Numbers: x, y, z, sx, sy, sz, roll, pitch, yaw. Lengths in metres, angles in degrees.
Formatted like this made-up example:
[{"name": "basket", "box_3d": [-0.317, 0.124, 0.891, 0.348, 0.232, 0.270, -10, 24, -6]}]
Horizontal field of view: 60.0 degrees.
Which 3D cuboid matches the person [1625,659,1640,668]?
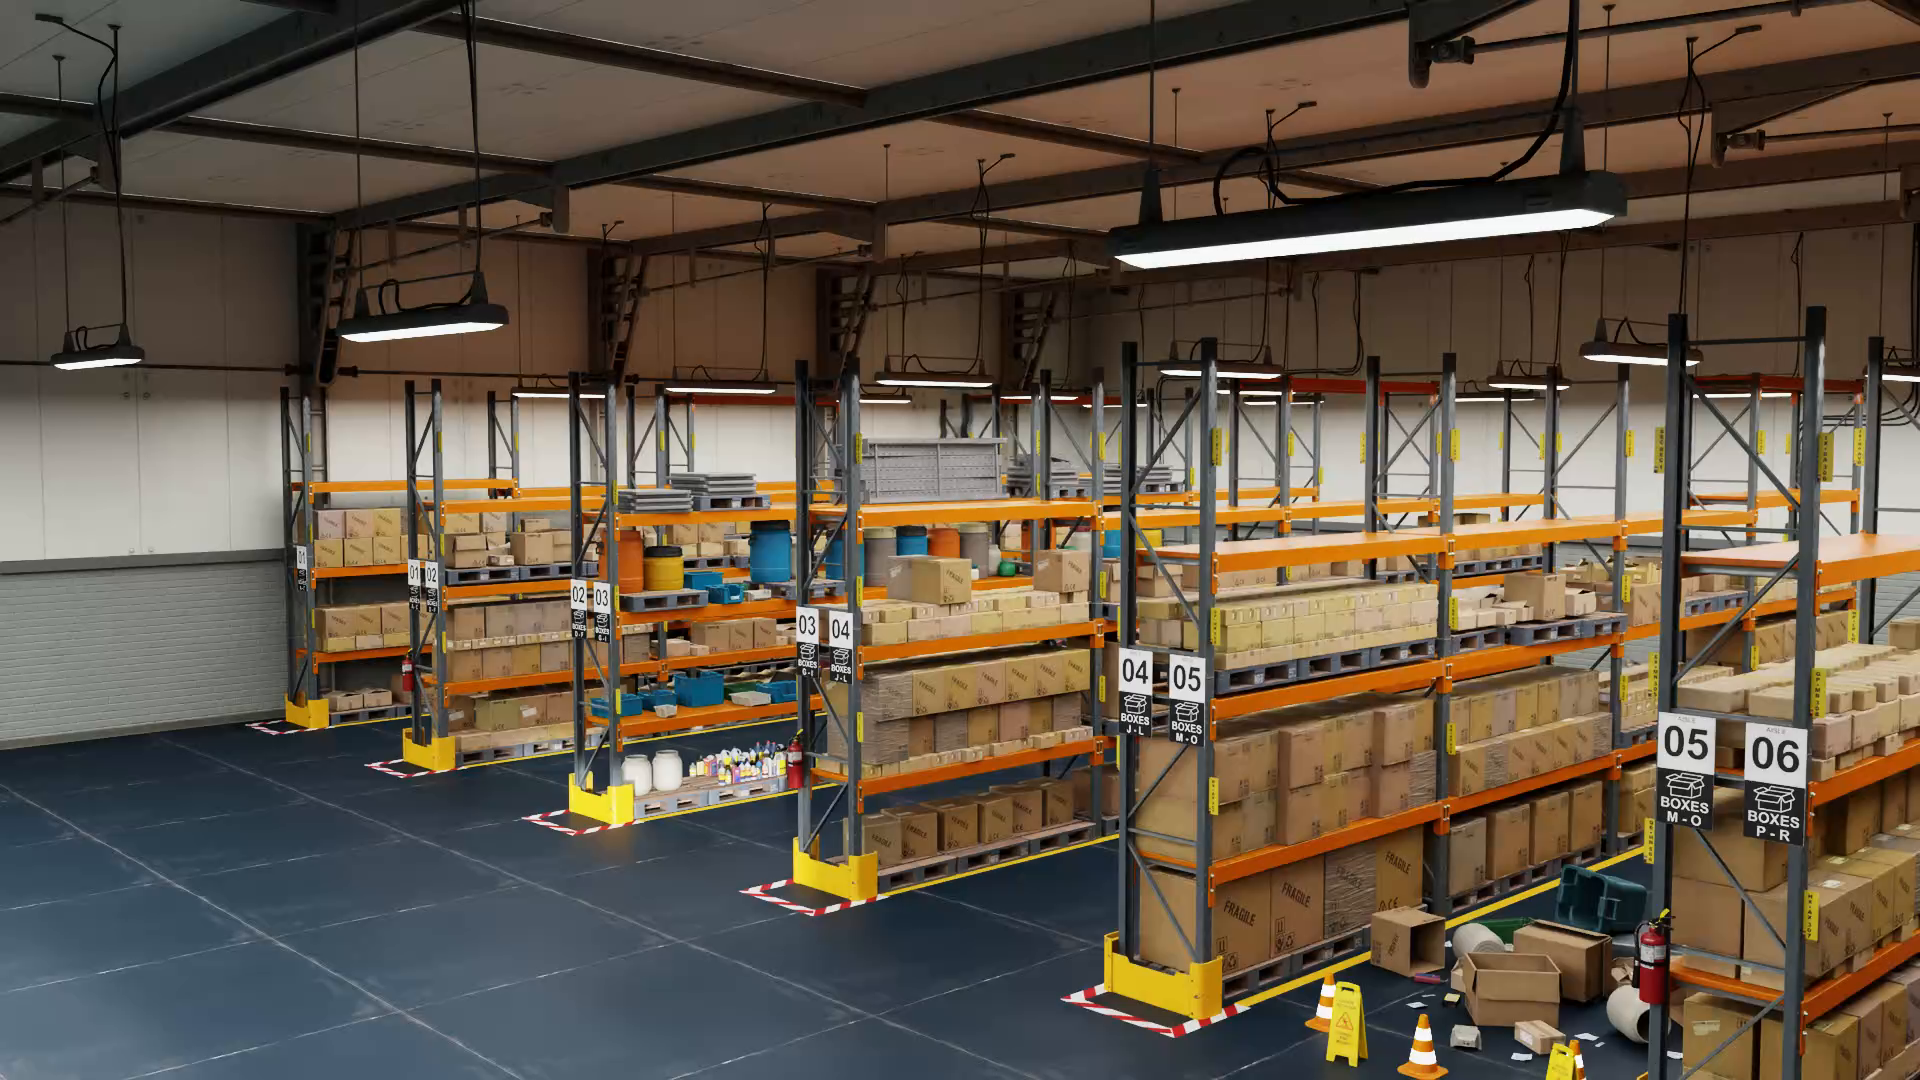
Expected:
[{"name": "person", "box_3d": [10.458, 2.683, 25.775, 0.780, 1.723, 0.547, -2, 4, -34]}]
